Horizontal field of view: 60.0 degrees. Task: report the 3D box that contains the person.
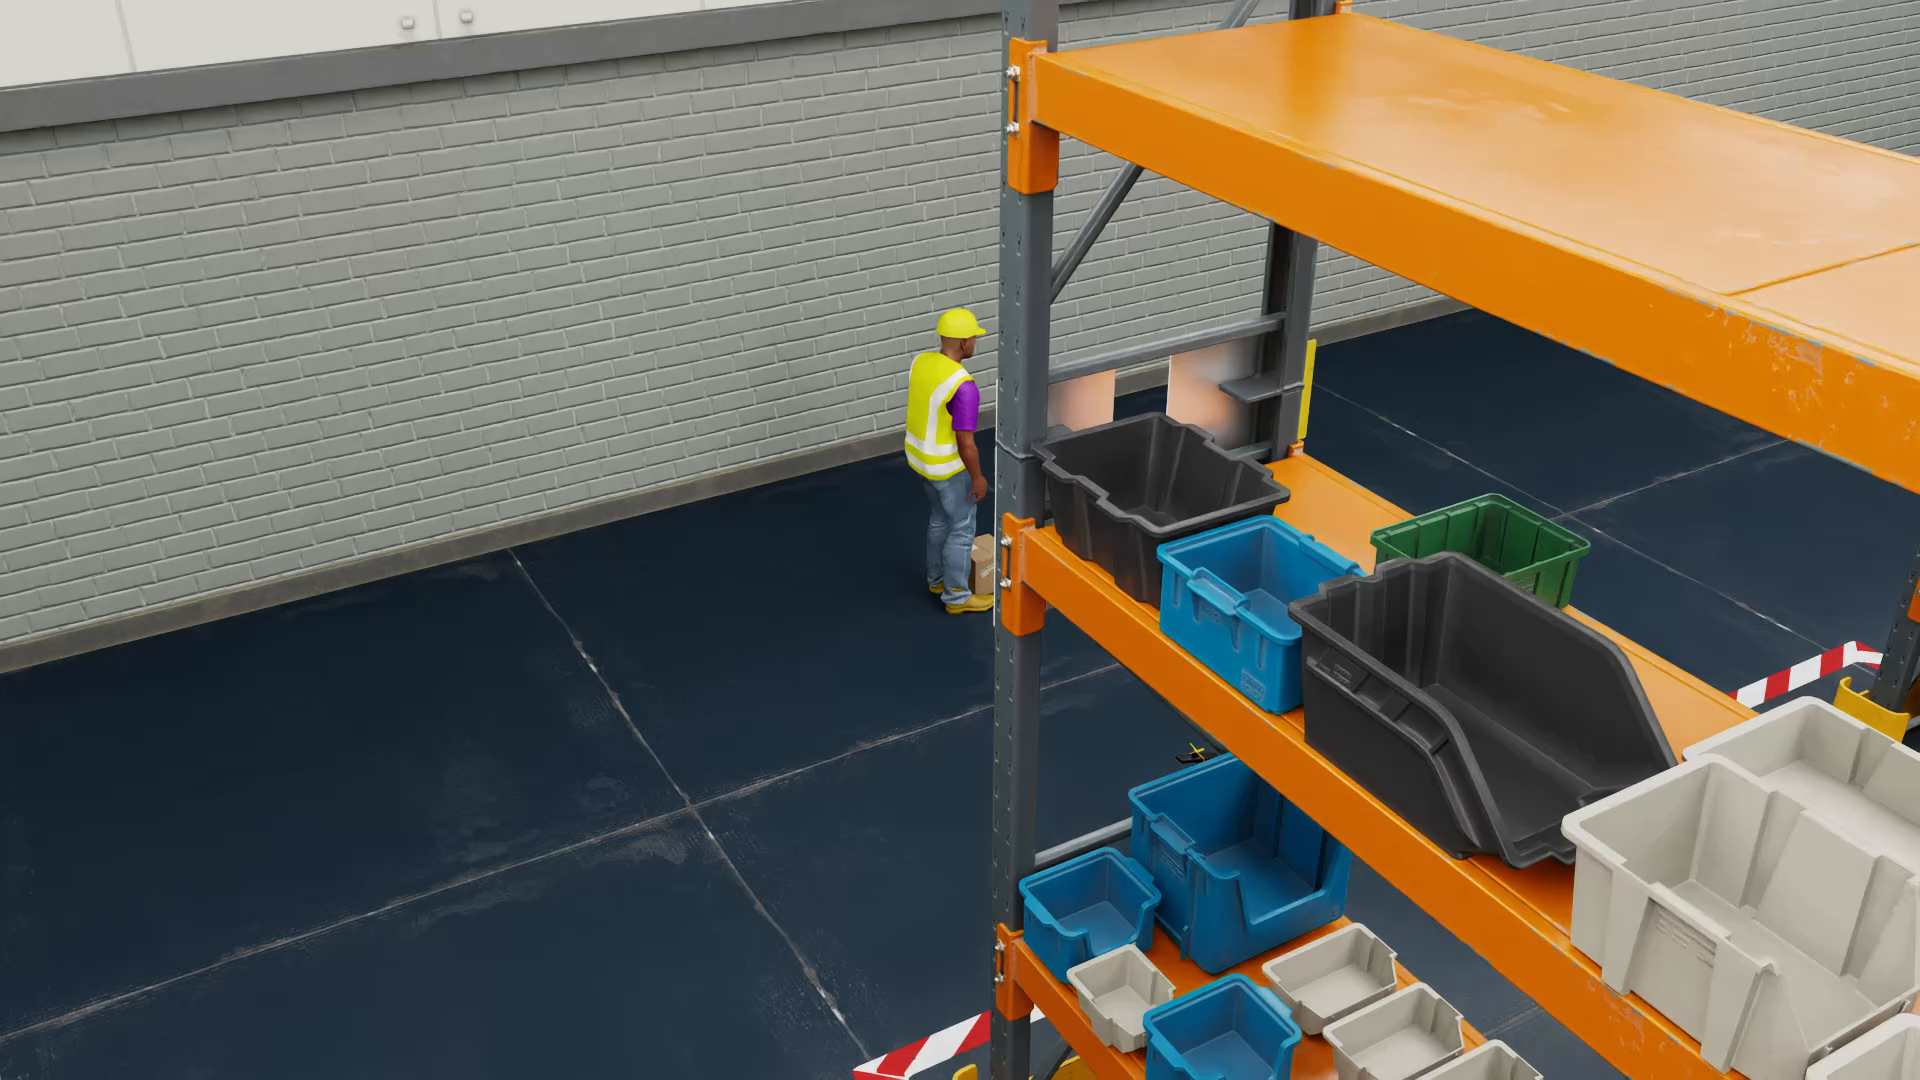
[{"bbox_3d":[-0.056,-0.450,9.363,0.463,1.760,0.633,-16,33,-27],"label":"person"}]
